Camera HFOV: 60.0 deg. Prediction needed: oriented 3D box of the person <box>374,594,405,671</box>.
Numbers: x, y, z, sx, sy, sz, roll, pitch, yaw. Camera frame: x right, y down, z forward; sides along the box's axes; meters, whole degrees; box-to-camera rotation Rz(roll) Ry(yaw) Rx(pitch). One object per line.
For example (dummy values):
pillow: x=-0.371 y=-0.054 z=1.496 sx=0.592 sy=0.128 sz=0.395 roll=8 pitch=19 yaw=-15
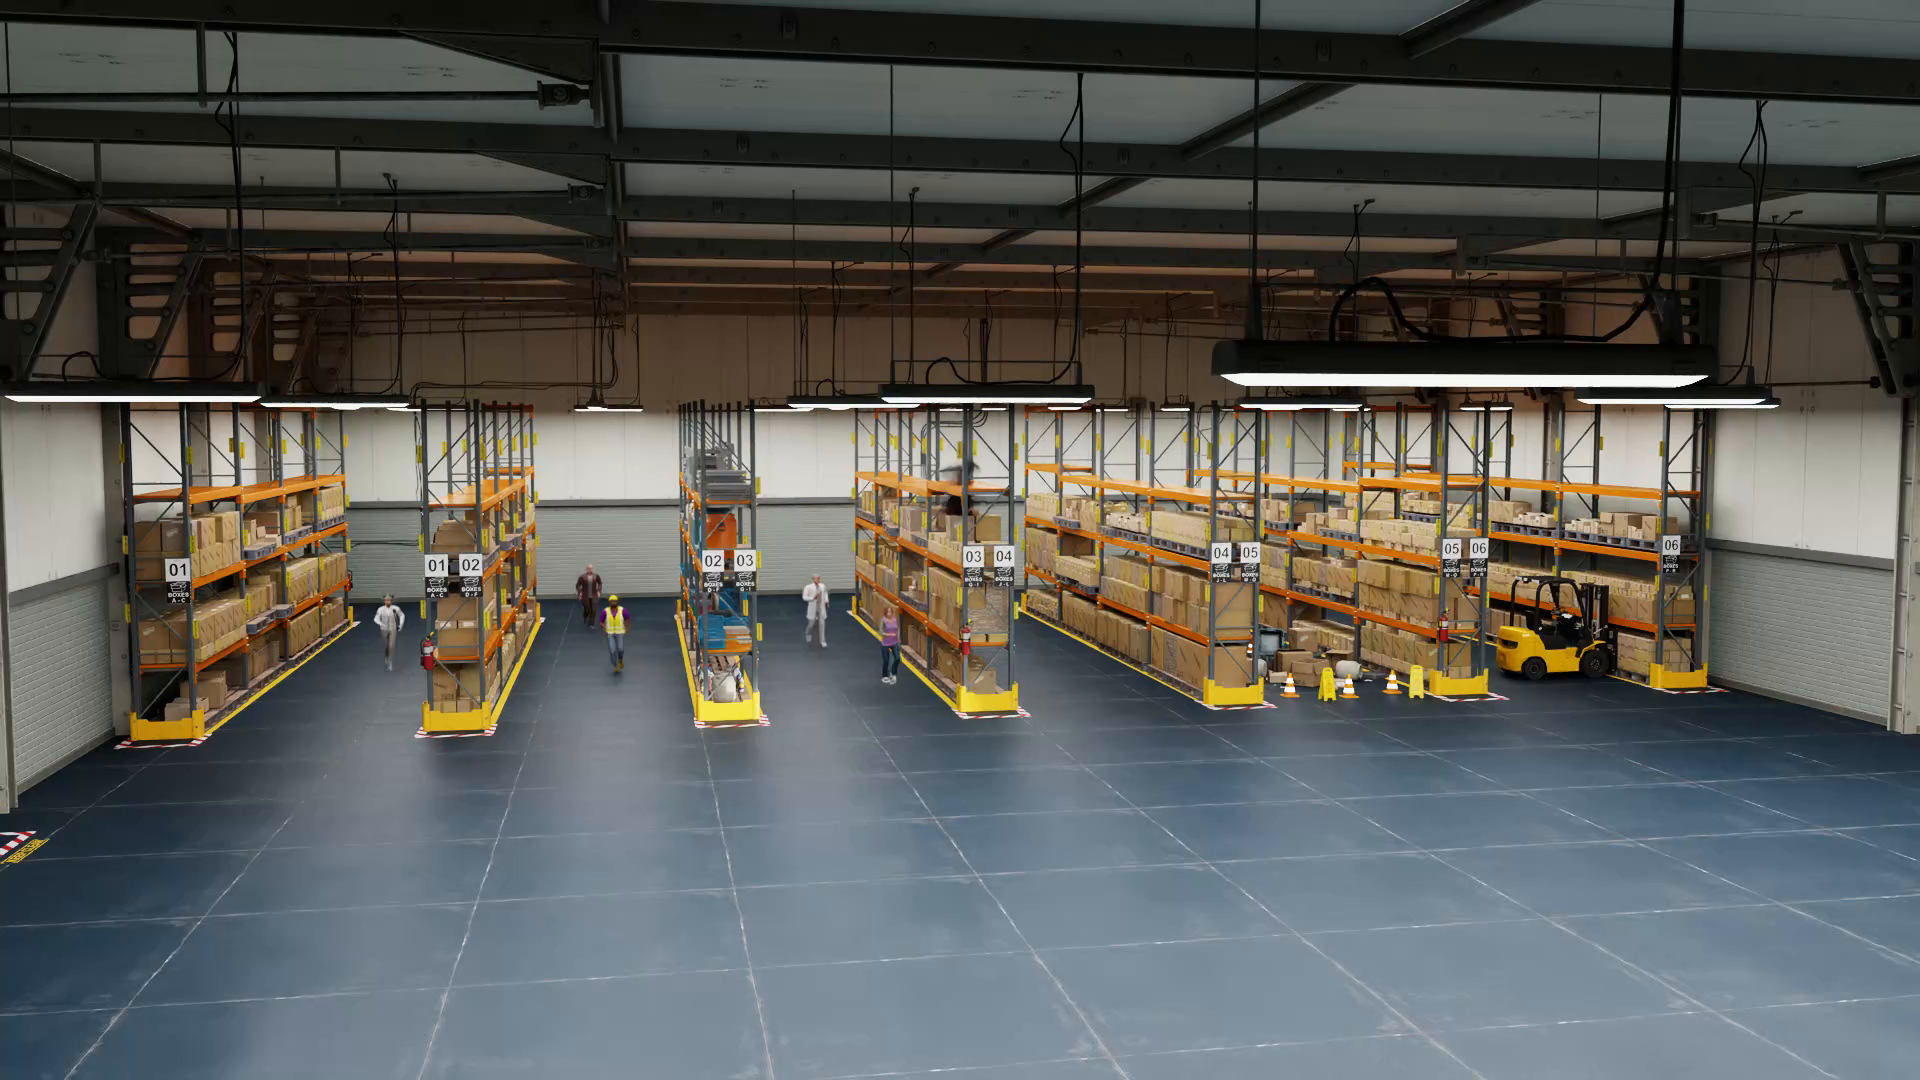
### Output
person: x=-12.858 y=2.054 z=37.485 sx=0.637 sy=1.709 sz=0.813 roll=-1 pitch=4 yaw=-13

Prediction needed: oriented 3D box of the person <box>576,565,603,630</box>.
person: x=-9.924 y=1.509 z=44.549 sx=0.703 sy=1.730 sz=0.671 roll=-2 pitch=5 yaw=-20

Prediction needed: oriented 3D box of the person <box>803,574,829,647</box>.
person: x=-3.539 y=1.715 z=41.098 sx=0.714 sy=1.755 sz=0.993 roll=-2 pitch=5 yaw=-22

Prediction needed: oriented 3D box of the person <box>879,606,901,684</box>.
person: x=-1.404 y=2.125 z=33.440 sx=0.498 sy=1.564 sz=0.644 roll=-2 pitch=5 yaw=-23

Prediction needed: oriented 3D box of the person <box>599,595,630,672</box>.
person: x=-7.639 y=2.077 z=36.824 sx=0.674 sy=1.721 sz=0.569 roll=-1 pitch=4 yaw=-13
